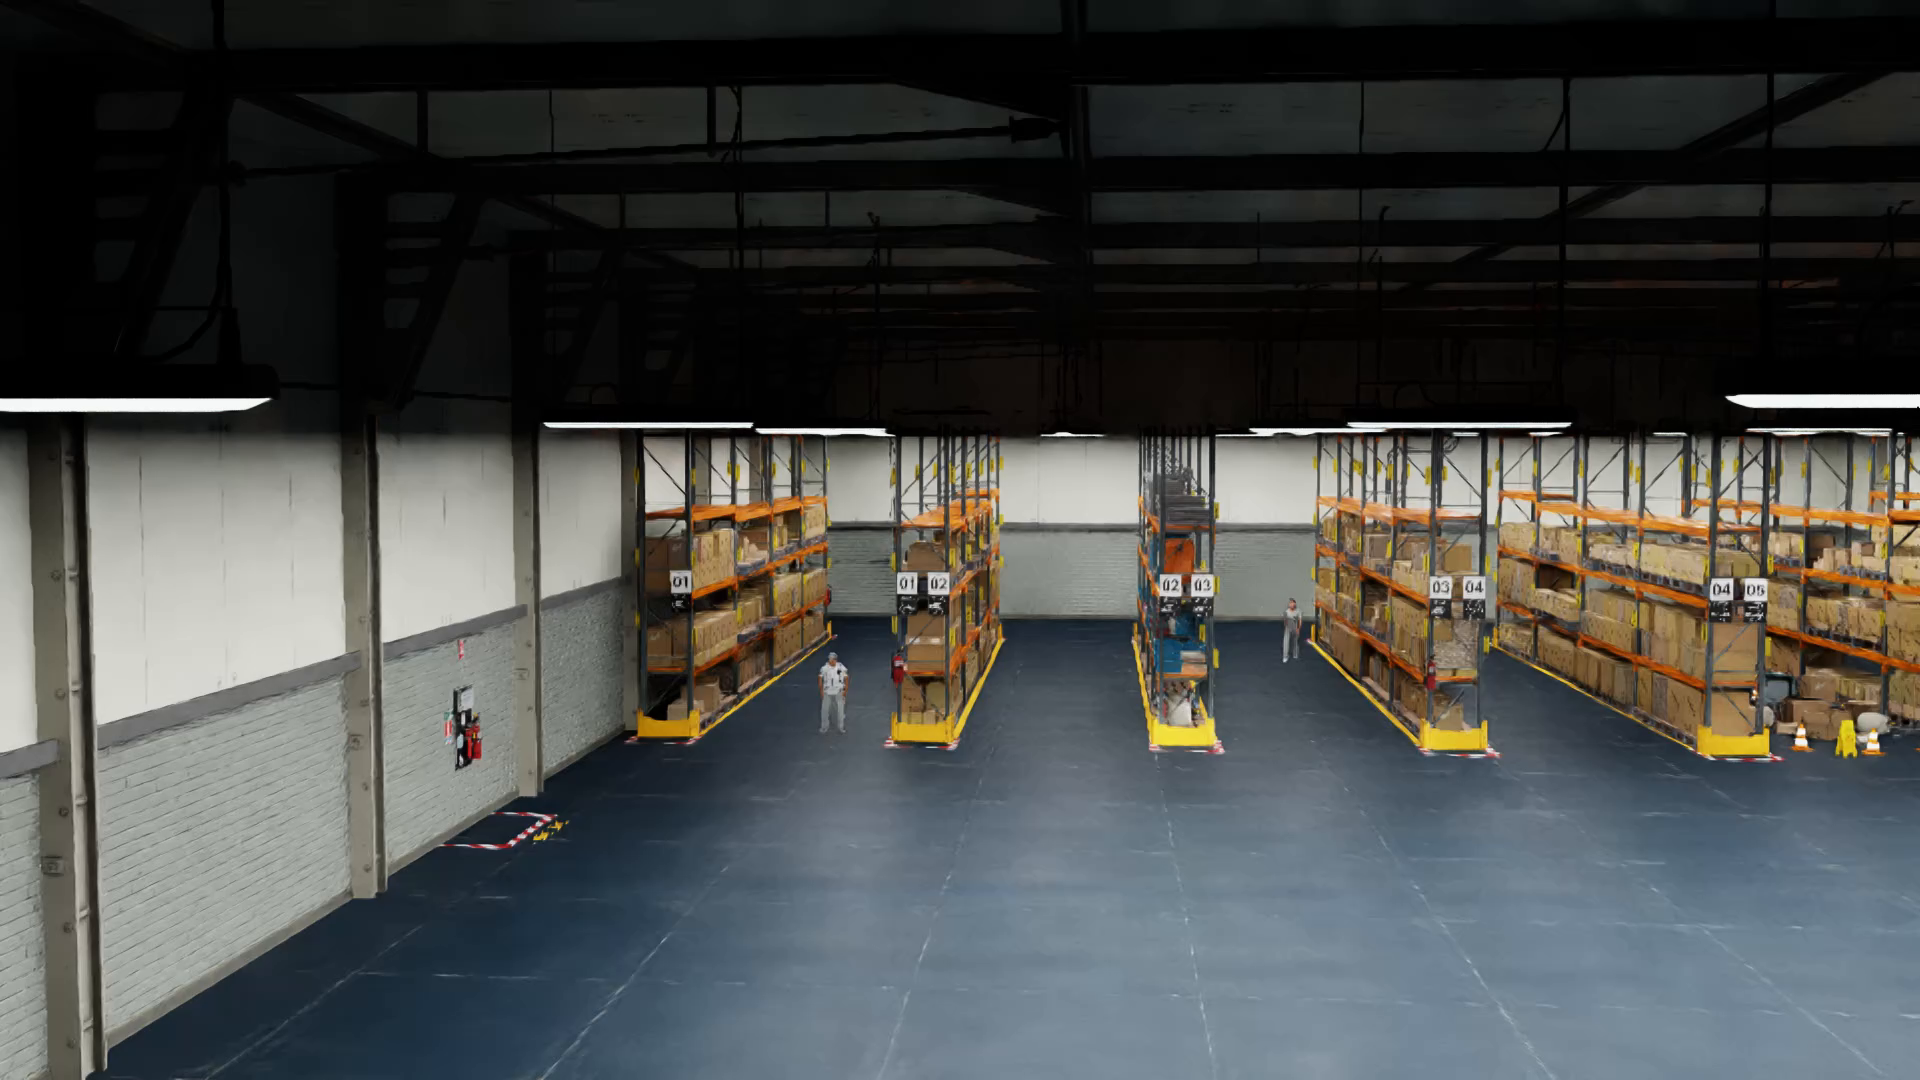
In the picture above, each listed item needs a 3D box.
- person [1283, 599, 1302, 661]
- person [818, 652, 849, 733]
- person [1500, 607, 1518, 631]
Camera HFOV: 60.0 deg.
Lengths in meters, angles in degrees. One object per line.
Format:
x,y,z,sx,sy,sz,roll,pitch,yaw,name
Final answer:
8.539,2.300,42.693,0.458,1.598,1.013,1,4,18,person
-2.461,2.960,32.298,0.625,1.611,0.575,0,3,3,person
16.376,1.903,49.424,0.492,1.621,0.932,2,4,29,person
